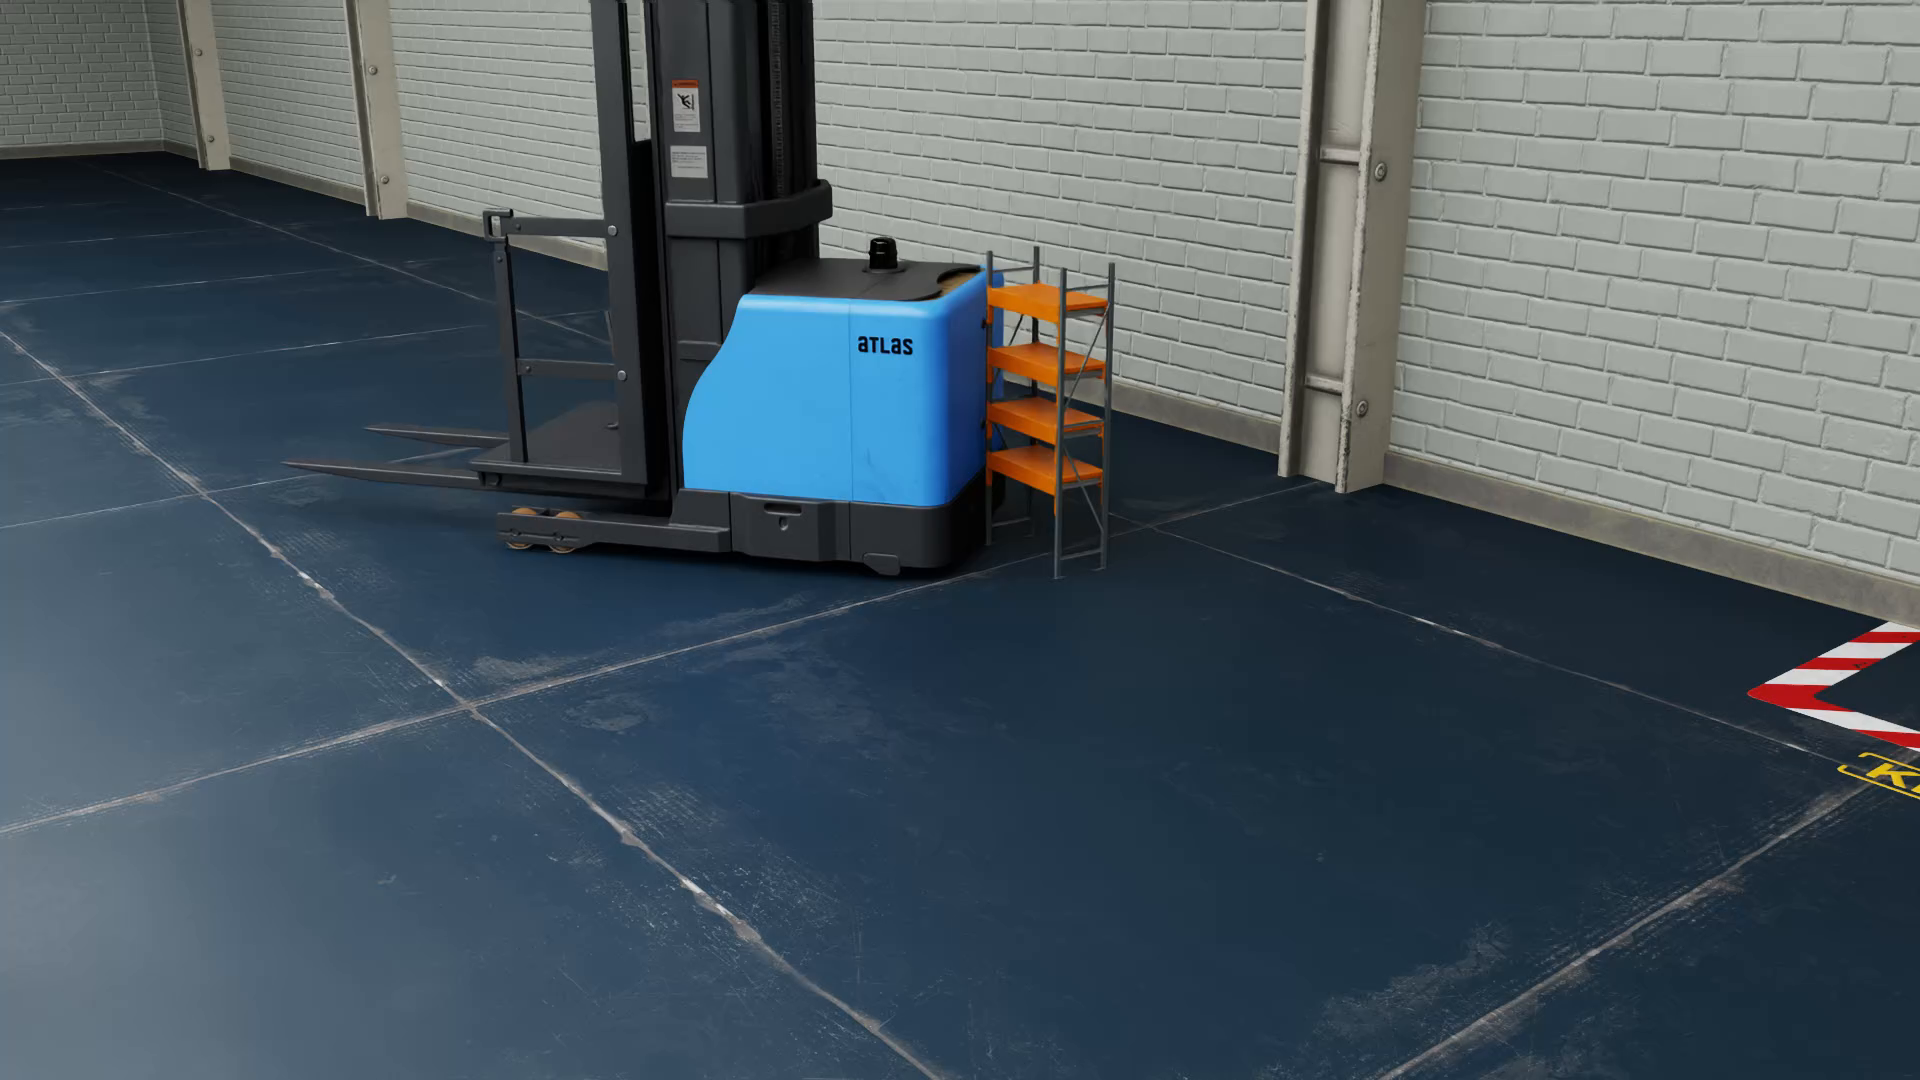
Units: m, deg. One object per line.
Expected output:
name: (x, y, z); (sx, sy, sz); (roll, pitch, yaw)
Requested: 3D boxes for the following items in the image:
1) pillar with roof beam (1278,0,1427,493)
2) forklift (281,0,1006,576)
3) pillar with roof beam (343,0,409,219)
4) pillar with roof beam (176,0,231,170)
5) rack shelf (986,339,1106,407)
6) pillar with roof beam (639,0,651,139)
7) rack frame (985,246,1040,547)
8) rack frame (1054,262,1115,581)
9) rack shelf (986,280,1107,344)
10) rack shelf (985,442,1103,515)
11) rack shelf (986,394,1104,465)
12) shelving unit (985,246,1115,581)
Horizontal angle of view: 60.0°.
pillar with roof beam: (-1.647, -3.719, 3.779); (9.100, 9.000, 0.400); (-14, 23, -36)
forklift: (-1.379, -1.490, 6.700); (3.031, 2.935, 1.130); (5, 19, 14)
pillar with roof beam: (-9.098, -6.676, 12.709); (9.100, 9.000, 0.400); (-14, 23, -36)
pillar with roof beam: (-12.823, -8.155, 17.173); (9.100, 9.000, 0.400); (-14, 23, -36)
rack shelf: (0.338, -0.648, 6.413); (0.258, 0.148, 0.480); (-11, 21, -30)
pillar with roof beam: (-5.373, -5.198, 8.244); (9.100, 9.000, 0.400); (-14, 23, -36)
rack frame: (0.208, -0.565, 6.659); (0.240, 1.200, 0.015); (-11, 21, -30)
rack frame: (0.467, -0.435, 6.266); (0.240, 1.200, 0.015); (-11, 21, -30)
rack shelf: (0.338, -0.873, 6.339); (0.258, 0.148, 0.480); (-11, 21, -30)
rack shelf: (0.338, -0.247, 6.546); (0.258, 0.148, 0.480); (-11, 21, -30)
rack shelf: (0.338, -0.436, 6.484); (0.258, 0.148, 0.480); (-11, 21, -30)
shelving unit: (0.338, -0.500, 6.463); (0.258, 1.200, 0.503); (-11, 21, -30)
